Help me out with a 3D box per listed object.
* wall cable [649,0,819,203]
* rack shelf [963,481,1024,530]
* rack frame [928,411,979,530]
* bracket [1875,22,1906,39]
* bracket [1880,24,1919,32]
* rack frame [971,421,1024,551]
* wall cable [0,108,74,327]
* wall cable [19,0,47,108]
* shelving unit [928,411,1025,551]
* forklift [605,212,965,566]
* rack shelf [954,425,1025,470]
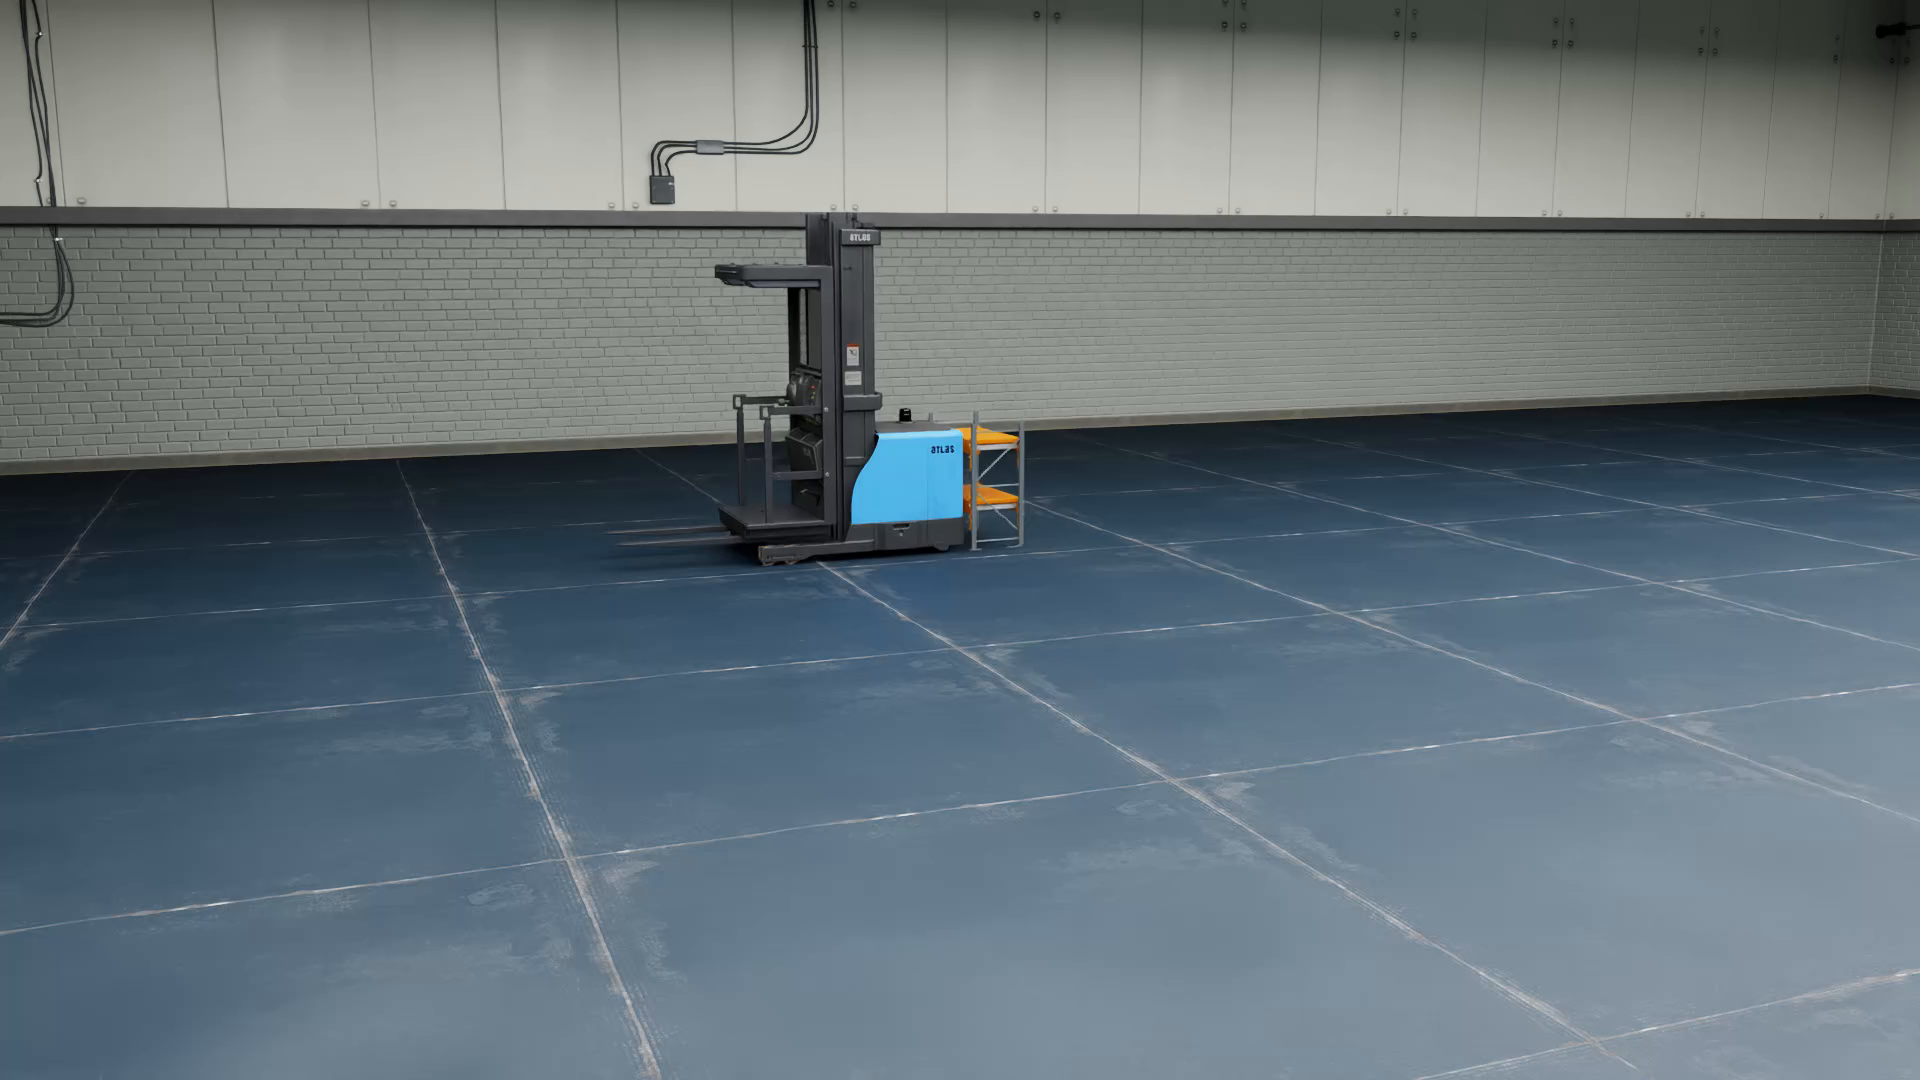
[{"bbox_3d":[-2.949,-7.420,21.558,2.305,6.003,0.169,-4,11,-21],"label":"wall cable"},{"bbox_3d":[0.135,-0.321,15.239,0.538,0.278,1.000,-4,11,-22],"label":"rack shelf"},{"bbox_3d":[-0.061,-0.644,15.658,0.500,1.125,0.032,-4,11,-22],"label":"rack frame"},{"bbox_3d":[16.051,-8.784,28.661,0.235,0.232,0.430,-4,11,-21],"label":"bracket"},{"bbox_3d":[16.265,-8.688,28.119,0.076,0.066,3.189,-4,11,-21],"label":"bracket"},{"bbox_3d":[0.331,-0.480,14.734,0.500,1.125,0.032,-4,11,-22],"label":"rack frame"},{"bbox_3d":[-11.803,-3.617,18.756,3.097,2.526,0.112,-4,11,-21],"label":"wall cable"},{"bbox_3d":[-9.282,-6.275,19.279,3.097,2.526,0.112,-4,11,-21],"label":"wall cable"},{"bbox_3d":[0.135,-0.562,15.196,0.538,1.125,1.048,-4,11,-22],"label":"shelving unit"},{"bbox_3d":[-1.532,-1.329,14.352,3.031,2.935,1.130,-4,11,-20],"label":"forklift"},{"bbox_3d":[0.135,-0.850,15.145,0.538,0.278,1.000,-4,11,-22],"label":"rack shelf"}]
